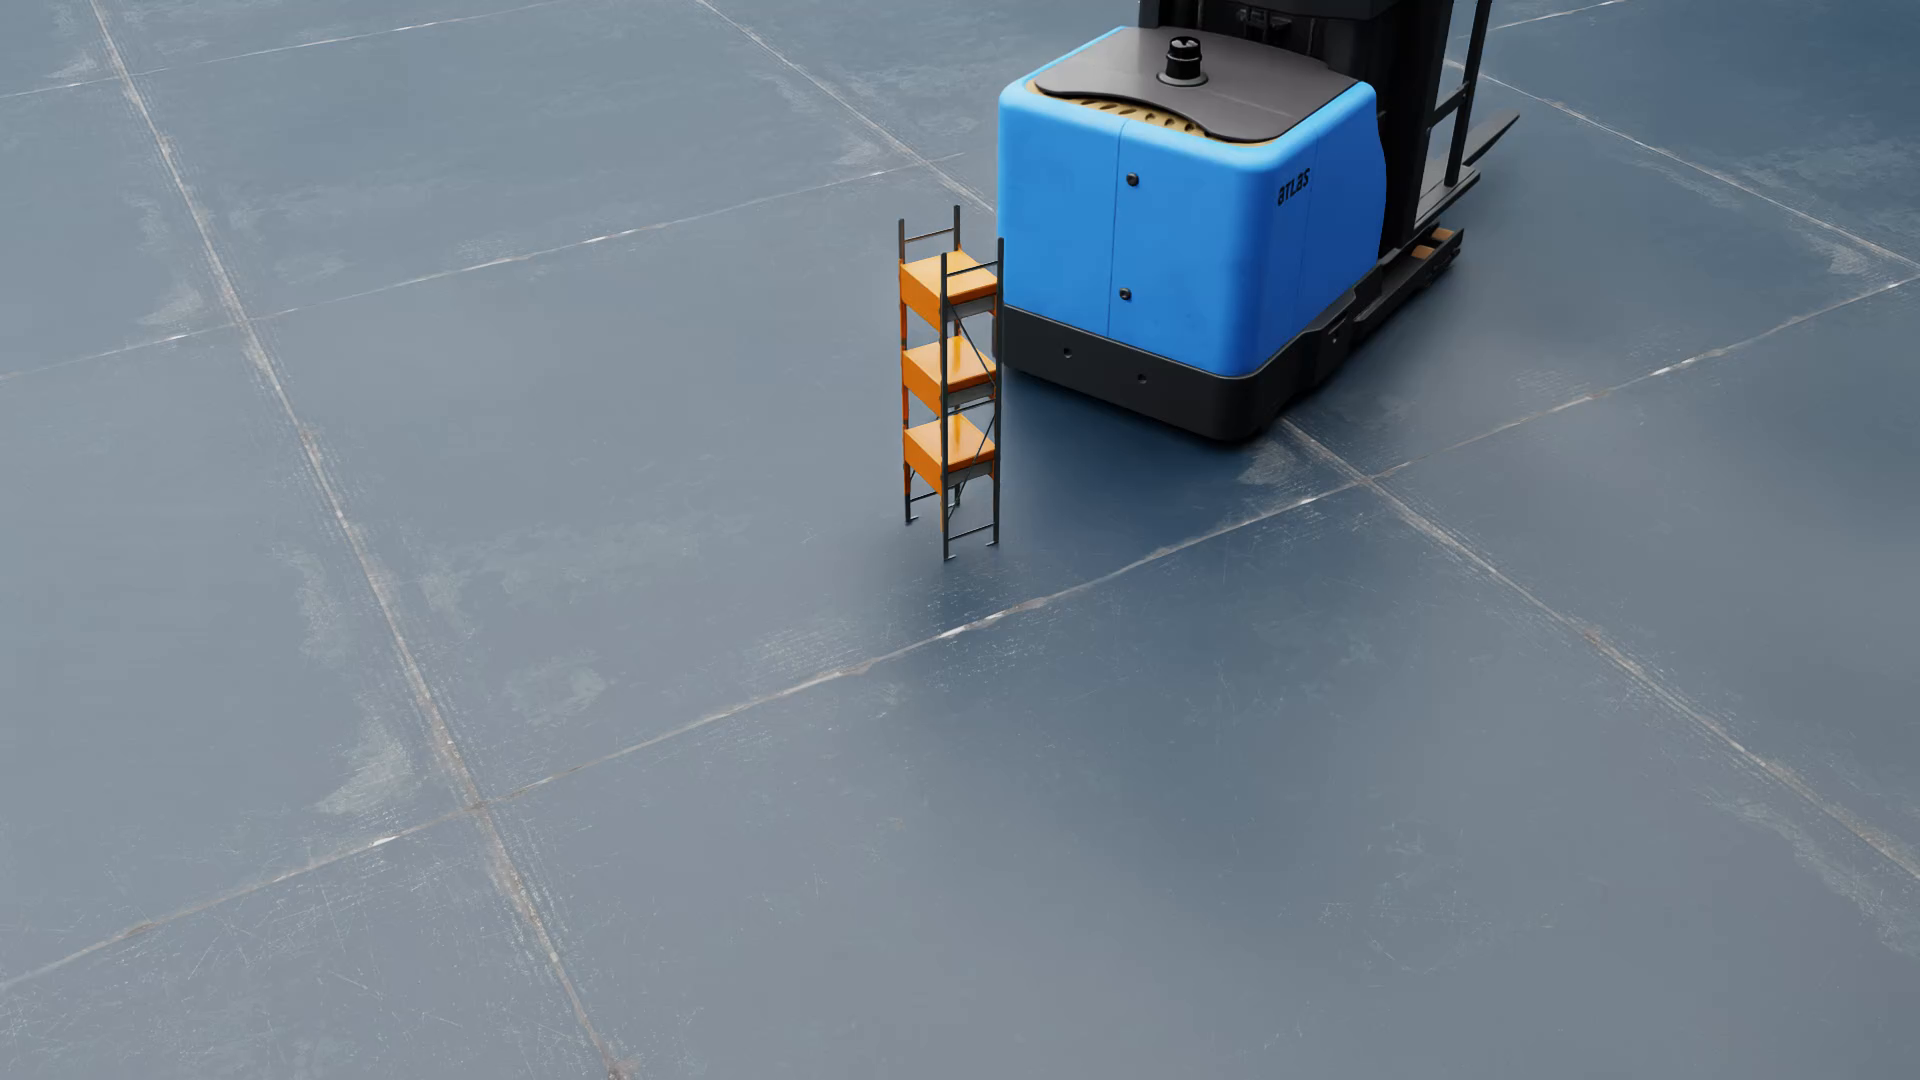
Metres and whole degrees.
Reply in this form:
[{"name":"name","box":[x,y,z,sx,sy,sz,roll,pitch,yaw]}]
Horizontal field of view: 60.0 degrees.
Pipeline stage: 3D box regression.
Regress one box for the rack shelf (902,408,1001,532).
[{"name":"rack shelf","box":[-0.027,-0.218,5.148,0.215,0.259,0.240,-19,40,-24]}]

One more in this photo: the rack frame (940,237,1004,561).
[{"name":"rack frame","box":[0.034,-0.389,4.893,0.200,1.050,0.008,-19,40,-24]}]

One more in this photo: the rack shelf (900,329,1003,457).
[{"name":"rack shelf","box":[-0.027,-0.443,4.984,0.215,0.259,0.240,-19,40,-24]}]

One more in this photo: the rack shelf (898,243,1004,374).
[{"name":"rack shelf","box":[-0.027,-0.672,4.817,0.215,0.259,0.240,-19,40,-24]}]

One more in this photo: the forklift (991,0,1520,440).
[{"name":"forklift","box":[1.381,-2.339,5.968,1.130,2.935,3.031,23,42,28]}]

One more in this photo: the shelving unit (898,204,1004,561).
[{"name":"shelving unit","box":[-0.027,-0.451,4.978,0.215,1.050,0.252,-19,40,-24]}]

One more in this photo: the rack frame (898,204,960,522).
[{"name":"rack frame","box":[-0.088,-0.513,5.063,0.200,1.050,0.008,-19,40,-24]}]
